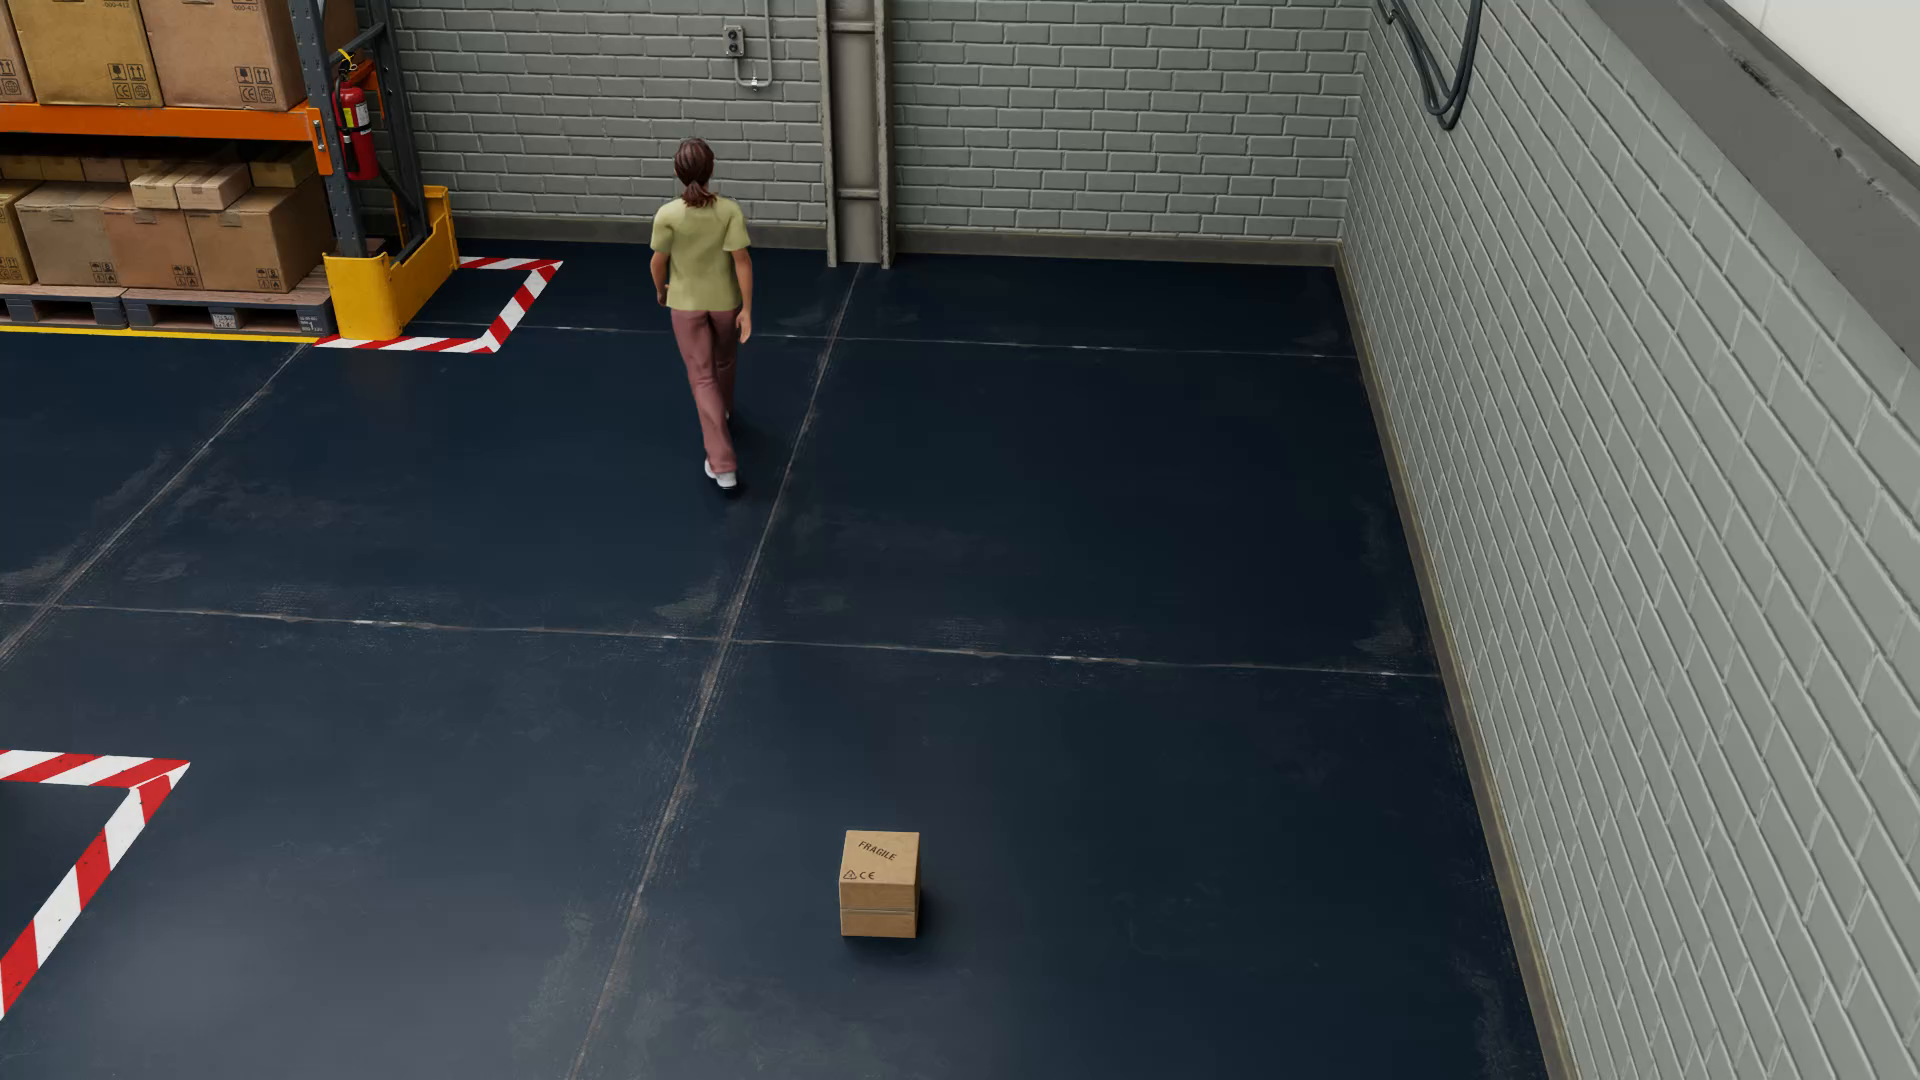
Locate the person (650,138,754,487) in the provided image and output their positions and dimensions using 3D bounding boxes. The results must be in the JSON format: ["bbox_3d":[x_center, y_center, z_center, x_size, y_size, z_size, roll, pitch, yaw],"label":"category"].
[{"bbox_3d":[-1.243,-1.159,7.978,0.457,1.589,1.024,-10,33,-15],"label":"person"}]
